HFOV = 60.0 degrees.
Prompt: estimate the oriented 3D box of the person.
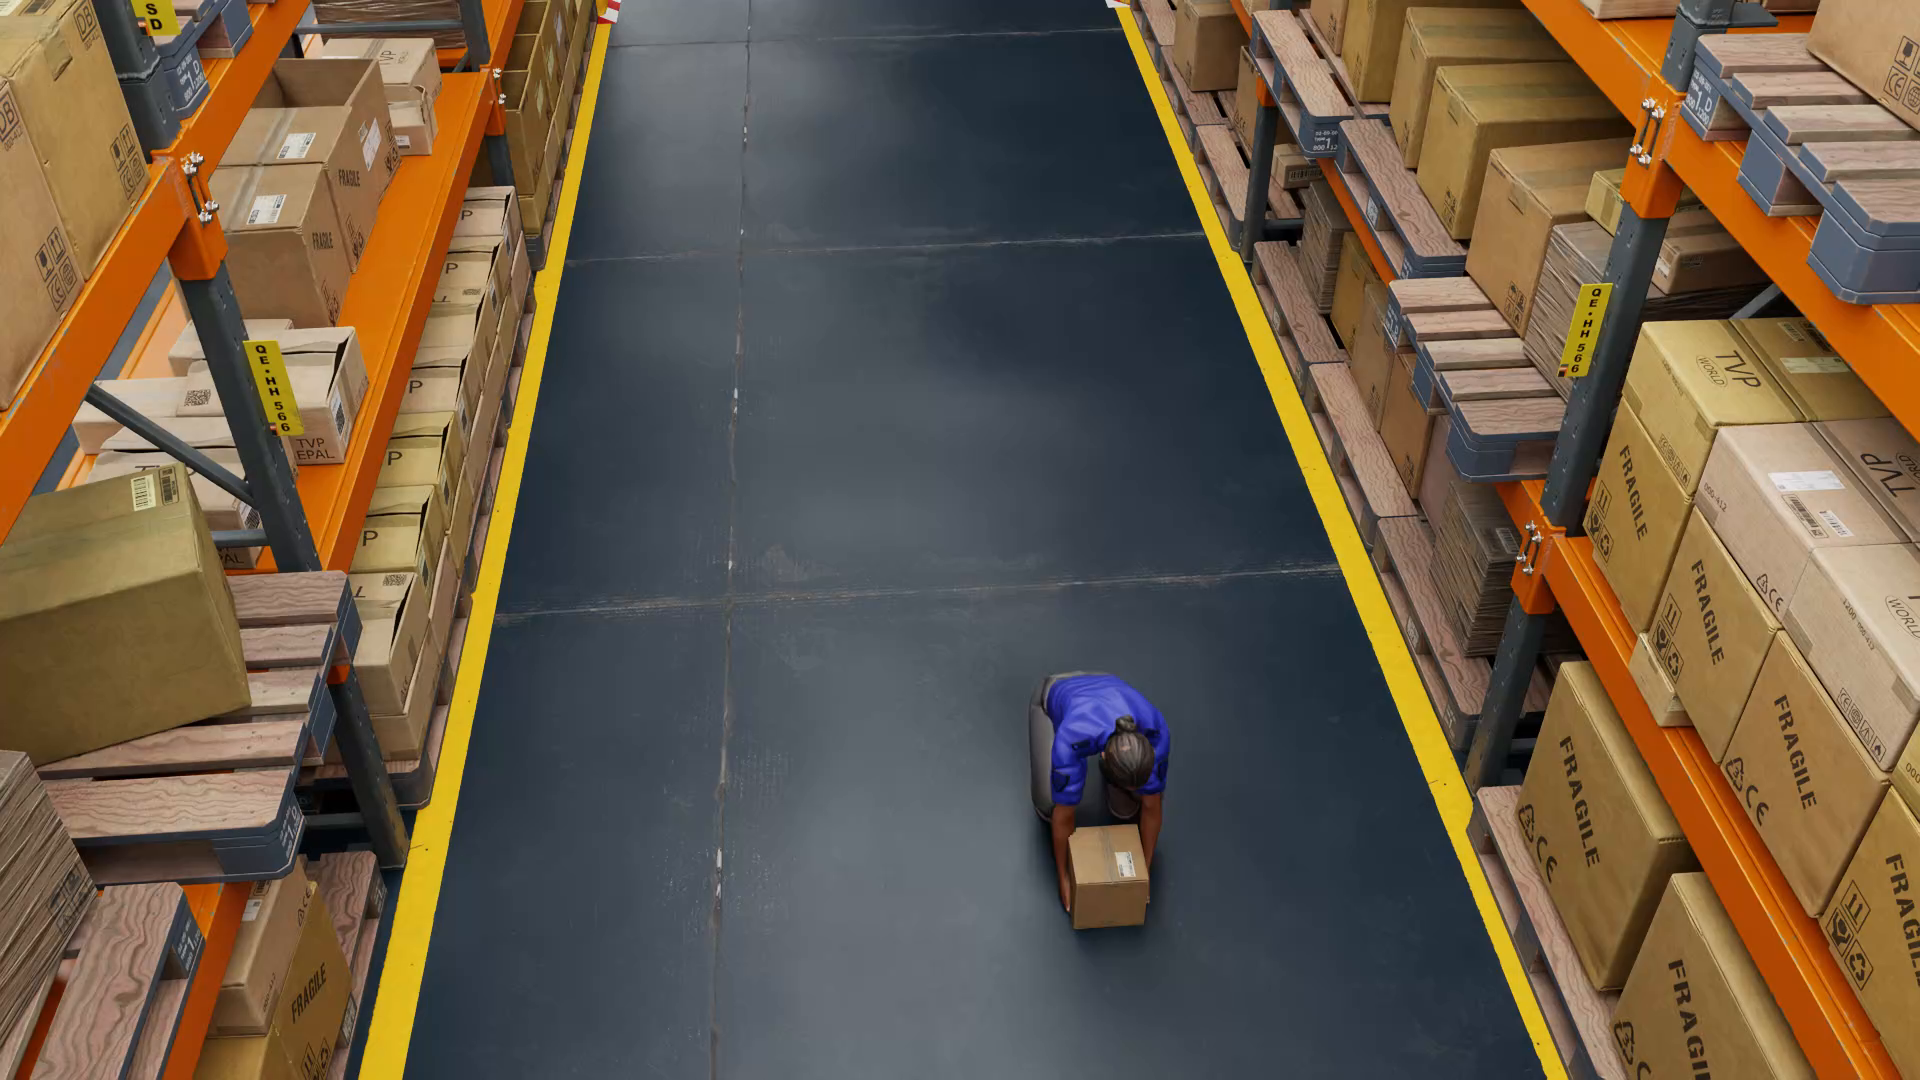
[{"bbox_3d":[0.489,0.781,5.935,0.479,0.810,0.823,-3,39,-4],"label":"person"}]
